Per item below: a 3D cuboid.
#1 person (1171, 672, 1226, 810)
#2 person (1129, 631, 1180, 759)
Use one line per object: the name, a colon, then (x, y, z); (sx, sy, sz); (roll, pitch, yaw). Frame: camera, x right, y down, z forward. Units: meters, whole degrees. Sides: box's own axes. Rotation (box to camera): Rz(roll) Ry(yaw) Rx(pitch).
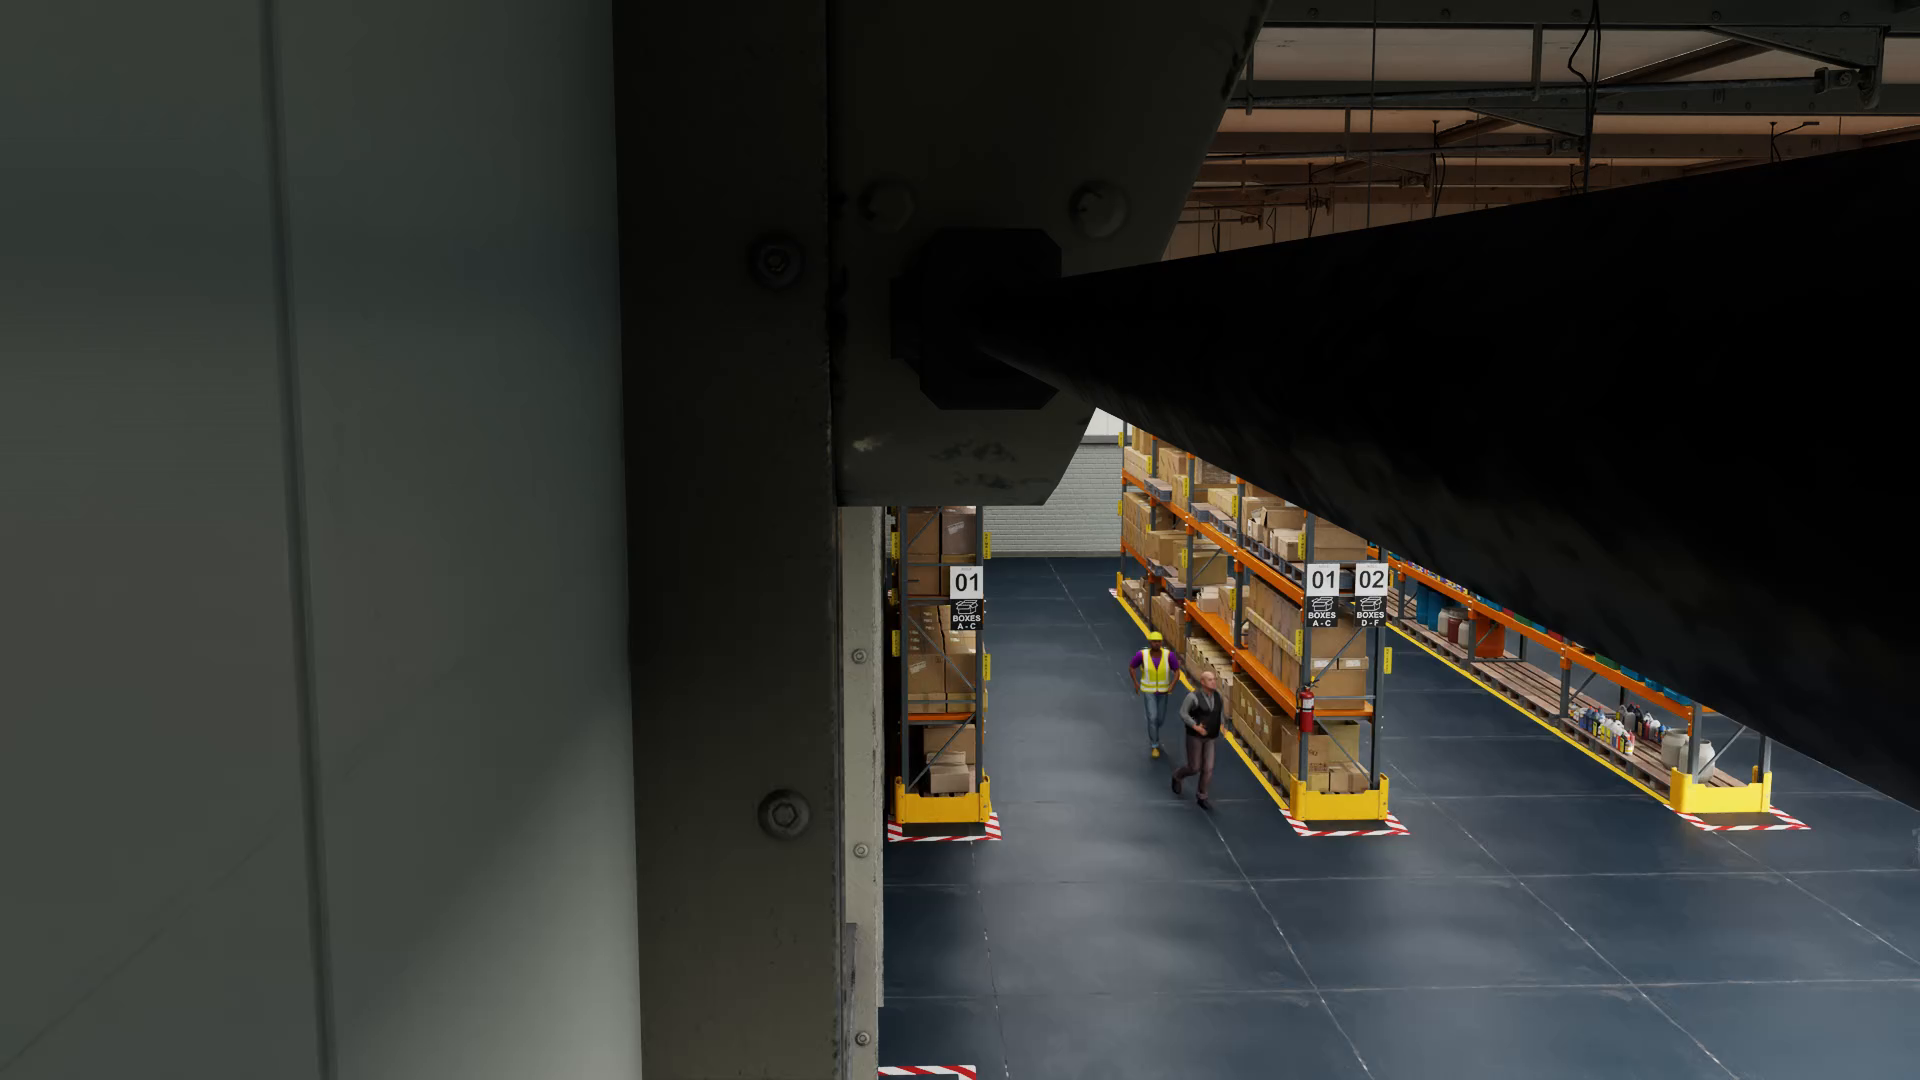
person: (3.110, 2.518, 21.272); (0.698, 1.705, 0.795); (-3, 9, -23)
person: (2.777, 2.155, 23.700); (0.711, 1.765, 0.872); (-1, 8, -4)
